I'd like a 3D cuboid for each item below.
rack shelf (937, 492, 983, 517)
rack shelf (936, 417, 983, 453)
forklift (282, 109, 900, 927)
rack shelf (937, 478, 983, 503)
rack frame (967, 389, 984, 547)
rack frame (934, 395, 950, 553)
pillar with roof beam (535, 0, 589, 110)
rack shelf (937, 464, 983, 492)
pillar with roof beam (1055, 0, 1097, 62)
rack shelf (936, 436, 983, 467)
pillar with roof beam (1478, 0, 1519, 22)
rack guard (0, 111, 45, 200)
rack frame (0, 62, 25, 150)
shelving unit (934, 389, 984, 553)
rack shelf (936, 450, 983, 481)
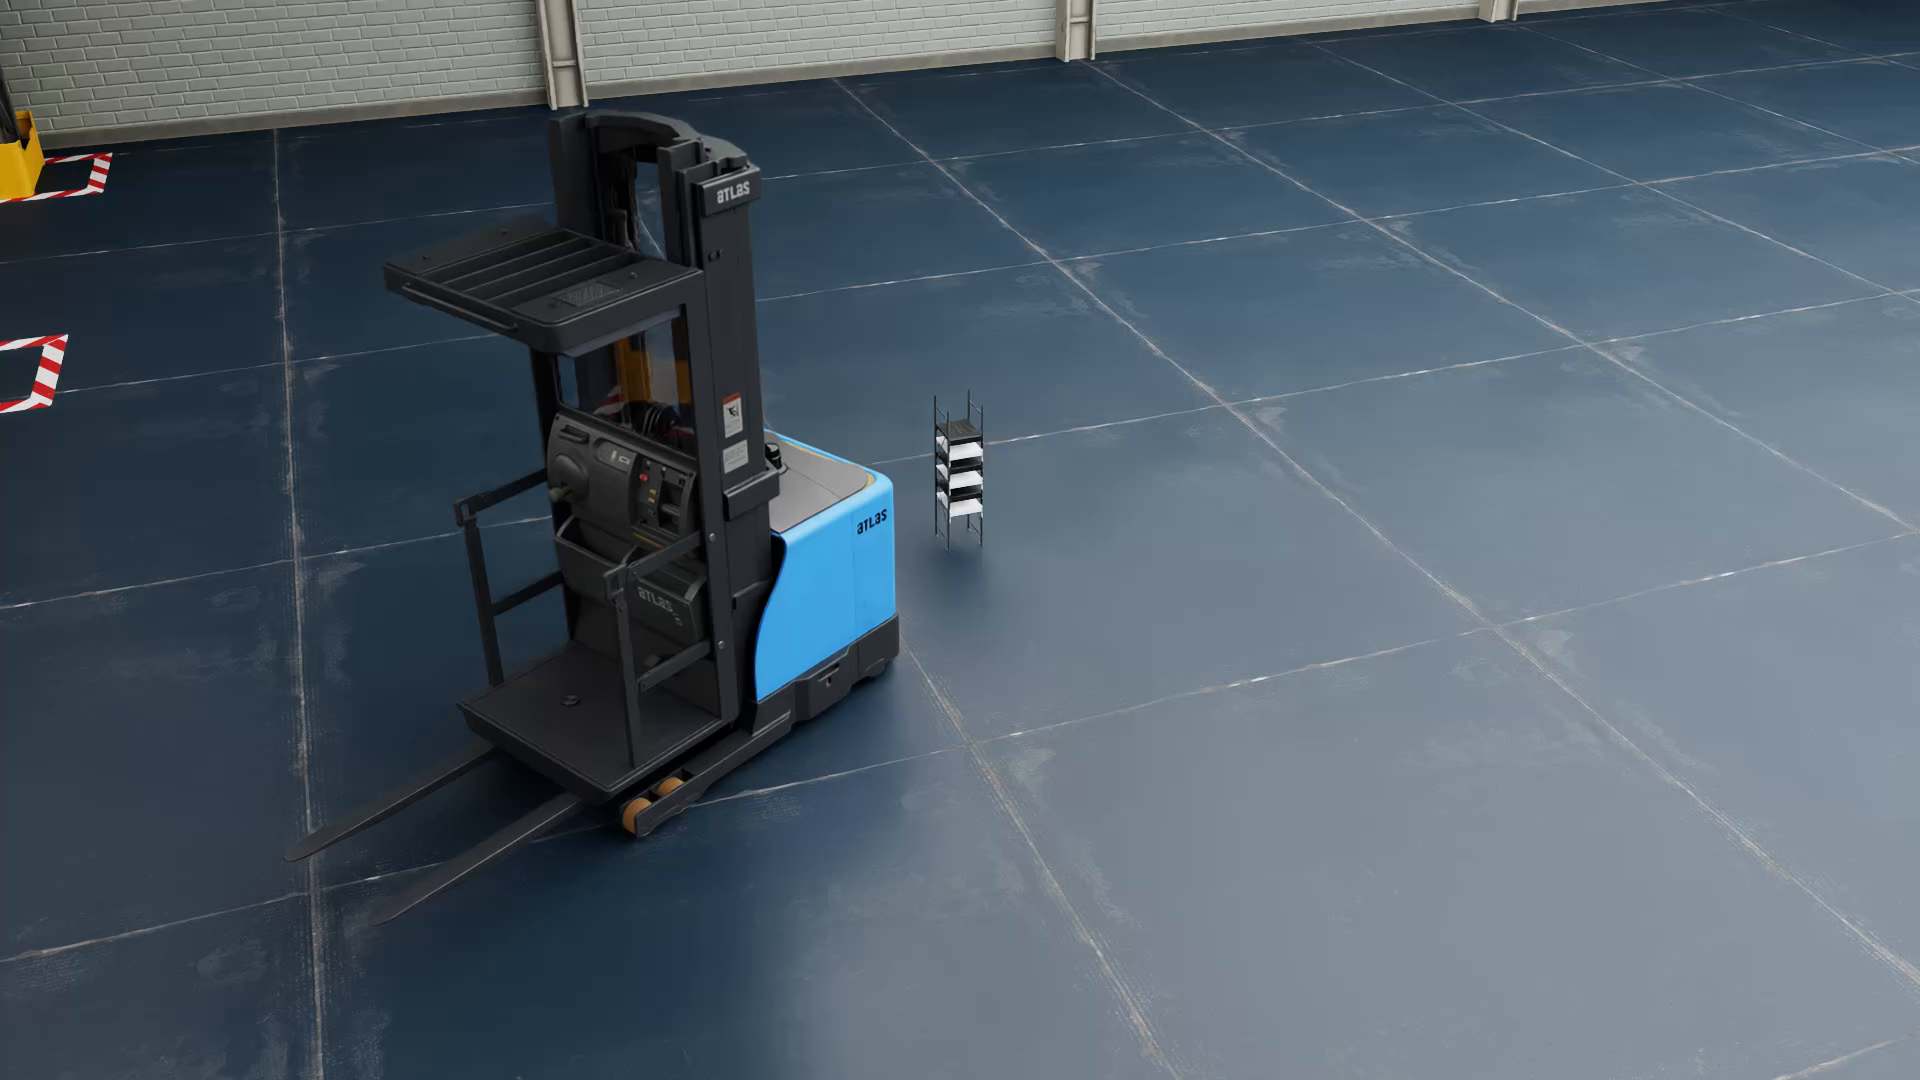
[{"bbox_3d":[-0.008,-0.204,9.630,0.200,0.077,0.258,-10,31,-18],"label":"rack shelf"},{"bbox_3d":[-0.008,-0.595,9.408,0.200,0.077,0.258,-10,31,-18],"label":"rack shelf"},{"bbox_3d":[-1.631,-0.231,7.194,1.130,2.935,3.031,22,36,33],"label":"forklift"},{"bbox_3d":[-0.008,-0.282,9.586,0.200,0.077,0.258,-10,31,-18],"label":"rack shelf"},{"bbox_3d":[0.088,-0.407,9.556,0.006,0.900,0.240,-10,31,-18],"label":"rack frame"},{"bbox_3d":[-0.103,-0.372,9.494,0.006,0.900,0.240,-10,31,-18],"label":"rack frame"},{"bbox_3d":[-2.752,-6.640,12.314,0.400,9.000,9.100,-10,31,-18],"label":"pillar with roof beam"},{"bbox_3d":[-0.008,-0.361,9.541,0.200,0.077,0.258,-10,31,-18],"label":"rack shelf"},{"bbox_3d":[2.872,-7.675,14.131,0.400,9.000,9.100,-10,31,-18],"label":"pillar with roof beam"},{"bbox_3d":[-0.008,-0.517,9.452,0.200,0.077,0.258,-10,31,-18],"label":"rack shelf"},{"bbox_3d":[8.495,-8.711,15.949,0.400,9.000,9.100,-10,31,-18],"label":"pillar with roof beam"},{"bbox_3d":[-8.887,-3.615,15.590,0.348,0.500,1.175,-10,31,-18],"label":"rack guard"},{"bbox_3d":[-8.909,-4.697,14.964,0.127,3.000,1.000,-10,31,-18],"label":"rack frame"},{"bbox_3d":[-0.008,-0.390,9.525,0.210,0.900,0.258,-10,31,-18],"label":"shelving unit"},{"bbox_3d":[-0.008,-0.439,9.497,0.200,0.077,0.258,-10,31,-18],"label":"rack shelf"}]
